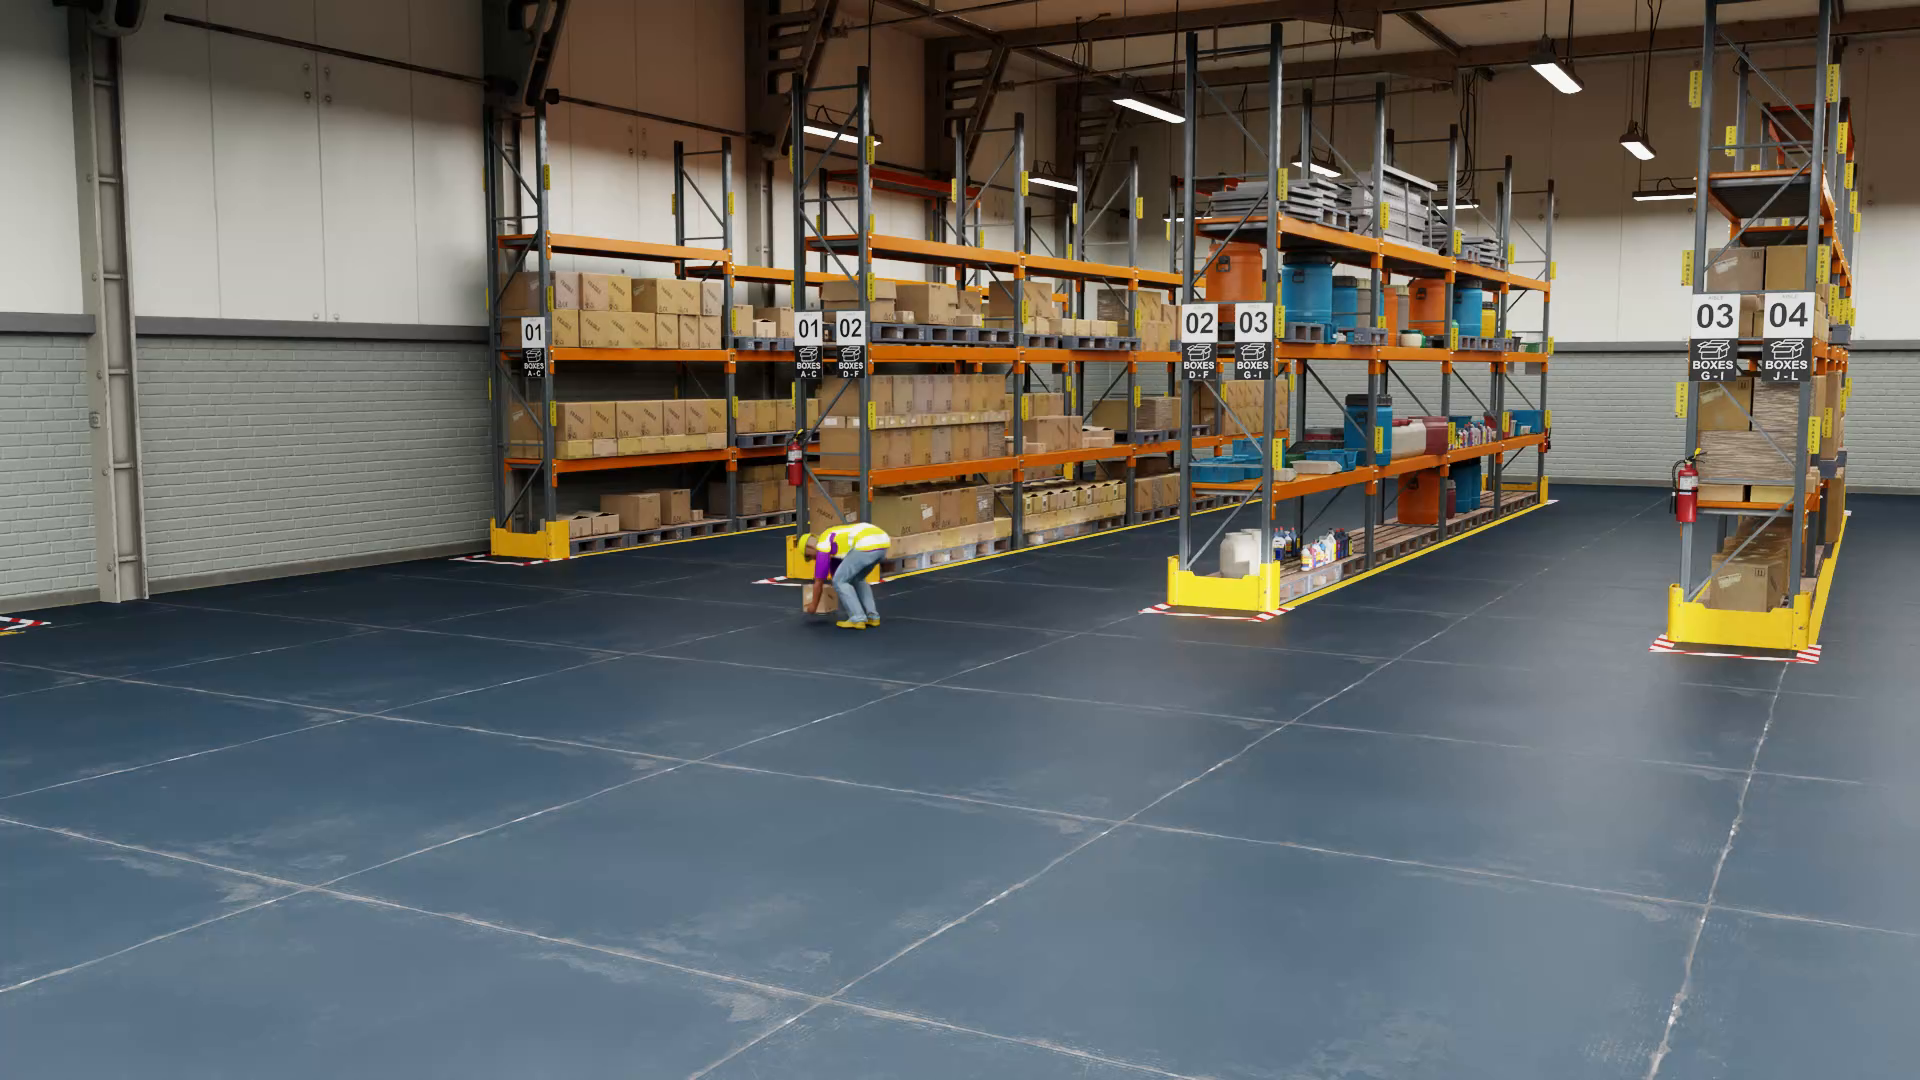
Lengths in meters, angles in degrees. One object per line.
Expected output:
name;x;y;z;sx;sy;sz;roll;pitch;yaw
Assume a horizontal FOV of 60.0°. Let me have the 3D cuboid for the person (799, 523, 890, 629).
person;-1.166;0.335;16.399;0.977;1.018;0.492;3;7;26
